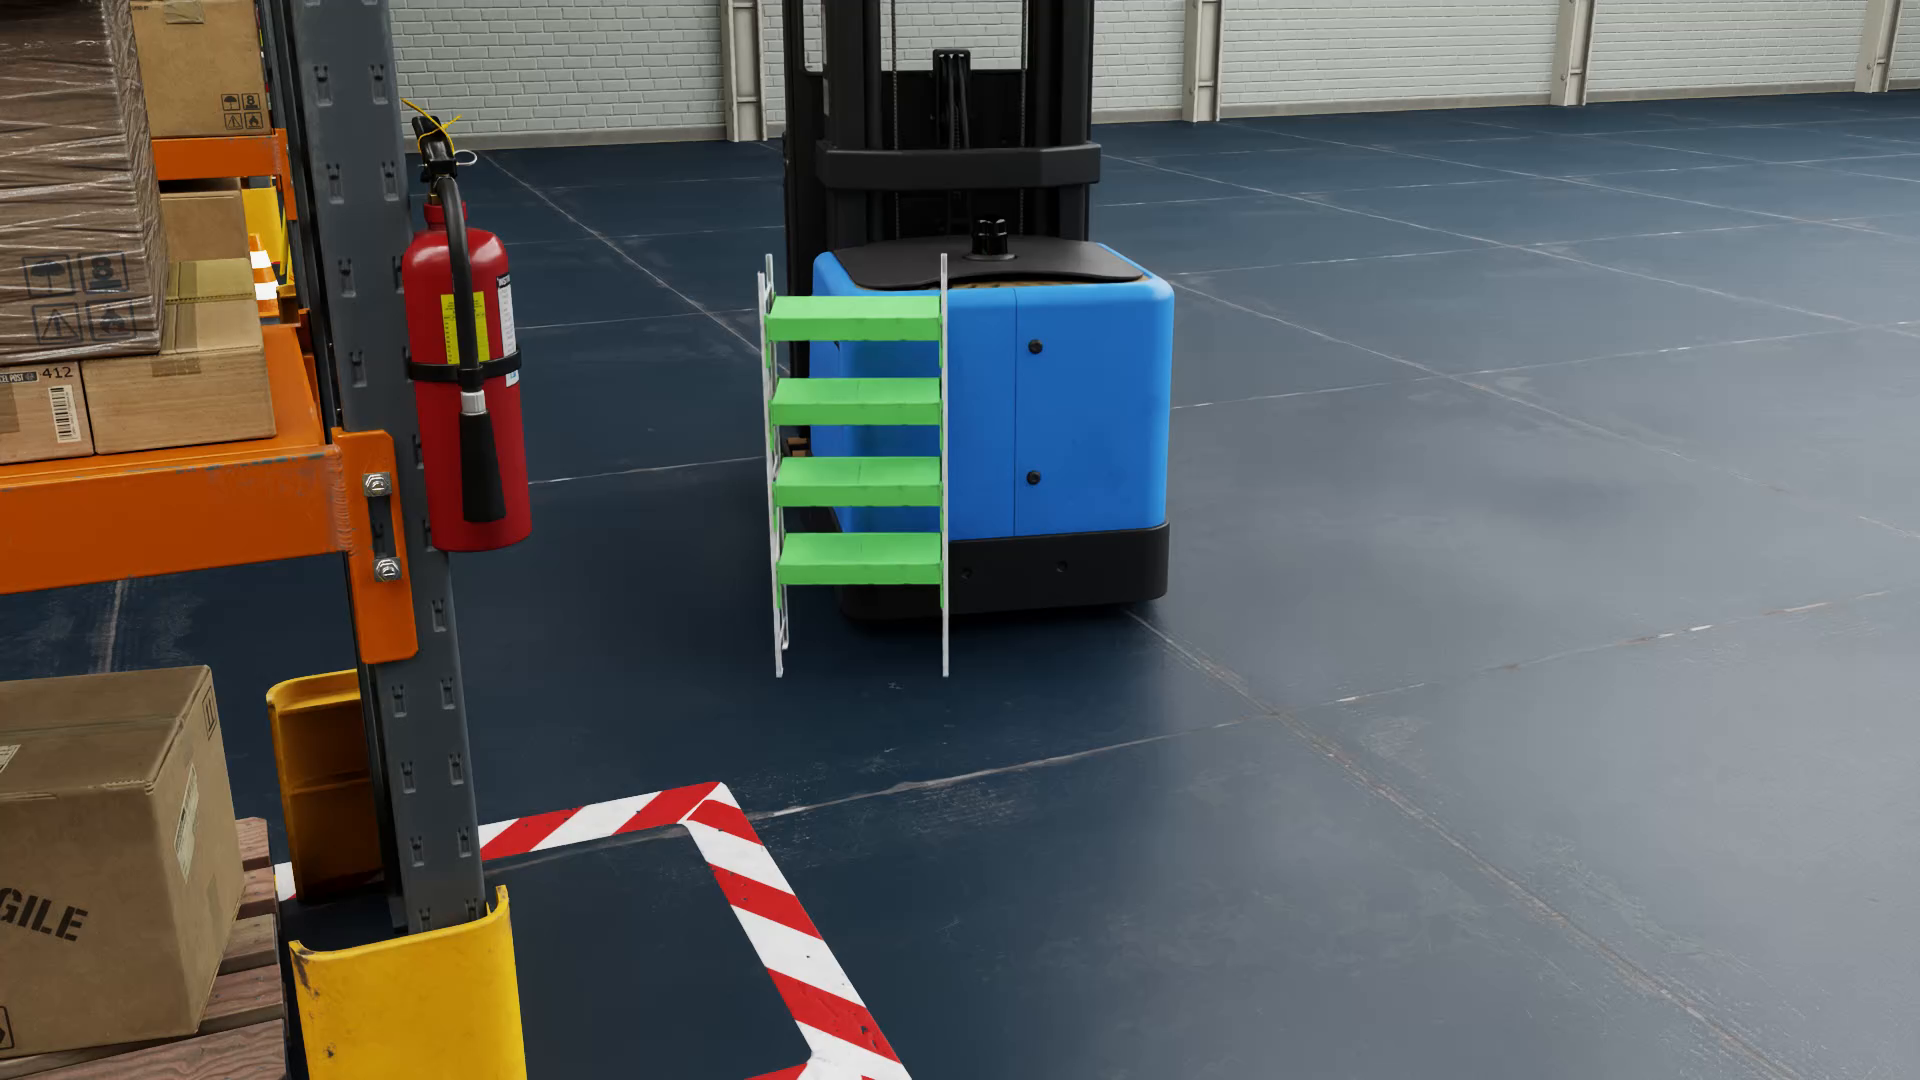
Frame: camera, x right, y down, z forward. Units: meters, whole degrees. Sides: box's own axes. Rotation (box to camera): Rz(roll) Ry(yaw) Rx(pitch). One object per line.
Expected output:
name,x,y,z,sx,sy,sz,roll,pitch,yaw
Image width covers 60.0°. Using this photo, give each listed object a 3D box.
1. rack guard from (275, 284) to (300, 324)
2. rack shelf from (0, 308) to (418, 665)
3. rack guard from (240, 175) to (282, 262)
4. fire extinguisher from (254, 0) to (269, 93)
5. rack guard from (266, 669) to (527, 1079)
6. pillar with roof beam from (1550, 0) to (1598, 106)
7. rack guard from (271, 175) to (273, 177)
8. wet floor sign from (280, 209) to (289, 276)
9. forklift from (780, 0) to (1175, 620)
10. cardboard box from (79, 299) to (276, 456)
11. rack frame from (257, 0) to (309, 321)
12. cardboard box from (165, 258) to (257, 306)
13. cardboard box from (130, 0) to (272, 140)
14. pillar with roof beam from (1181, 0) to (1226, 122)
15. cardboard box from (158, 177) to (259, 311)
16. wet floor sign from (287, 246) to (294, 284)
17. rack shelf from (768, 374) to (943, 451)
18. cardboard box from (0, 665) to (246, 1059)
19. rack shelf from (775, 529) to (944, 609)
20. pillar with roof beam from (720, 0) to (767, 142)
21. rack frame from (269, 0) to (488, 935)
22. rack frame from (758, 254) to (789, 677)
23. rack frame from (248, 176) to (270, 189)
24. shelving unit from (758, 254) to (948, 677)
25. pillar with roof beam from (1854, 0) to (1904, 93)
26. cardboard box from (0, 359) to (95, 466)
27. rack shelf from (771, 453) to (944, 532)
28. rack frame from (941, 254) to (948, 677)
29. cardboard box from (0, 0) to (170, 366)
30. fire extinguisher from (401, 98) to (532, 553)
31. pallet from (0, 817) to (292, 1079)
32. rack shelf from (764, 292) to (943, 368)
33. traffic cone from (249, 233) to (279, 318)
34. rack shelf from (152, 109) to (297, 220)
rack guard,-2.906,-0.835,7.642,0.348,0.500,1.175,-8,21,-22
rack shelf,-2.892,0.117,2.257,4.000,0.370,1.077,-8,21,-22
rack guard,-5.051,-2.319,11.854,0.348,0.500,1.175,-8,21,-22
fire extinguisher,-4.694,-3.346,11.124,0.183,0.674,0.296,-8,21,-22
rack guard,-1.126,0.704,3.271,0.348,0.500,1.175,-8,21,-22
pillar with roof beam,10.286,-9.089,18.286,0.400,9.000,9.100,-8,21,-22
rack guard,-6.929,-3.845,16.189,0.348,0.500,1.175,-8,21,-22
wet floor sign,-4.383,-2.096,11.003,0.232,0.644,0.267,-1,19,-3
forklift,-0.120,-1.588,6.119,1.130,2.935,3.031,-4,20,-10
cardboard box,-1.236,-0.267,2.641,0.250,0.149,0.380,-8,21,-22
rack frame,-2.928,-2.011,7.218,0.127,3.000,1.000,-8,21,-22
cardboard box,-1.412,-0.402,3.026,0.250,0.149,0.380,-8,21,-22
cardboard box,-3.251,-2.019,7.015,0.550,0.550,0.875,-8,21,-22
pillar with roof beam,4.776,-8.300,16.044,0.400,9.000,9.100,-8,21,-22
cardboard box,-3.524,-1.098,7.191,0.875,0.875,0.875,-8,21,-22
wet floor sign,-3.686,-1.508,9.335,0.232,0.644,0.267,-12,23,-31
rack shelf,-0.288,-0.361,4.692,0.480,0.148,0.258,0,22,-1
cardboard box,-1.636,0.572,3.011,0.500,0.500,0.500,-4,20,-12
rack shelf,-0.288,0.082,4.875,0.480,0.148,0.258,0,22,-1
pillar with roof beam,-0.733,-7.510,13.802,0.400,9.000,9.100,-8,21,-22
rack frame,-1.056,-0.486,2.884,0.127,3.000,1.000,-8,21,-22
rack frame,-0.532,-0.198,4.757,0.015,1.200,0.240,0,22,-1
rack frame,-4.981,-3.508,11.467,0.127,3.000,1.000,-8,21,-22
shelving unit,-0.288,-0.199,4.759,0.503,1.200,0.258,0,22,-1
pillar with roof beam,15.795,-9.878,20.527,0.400,9.000,9.100,-8,21,-22
cardboard box,-1.466,-0.234,2.548,0.250,0.149,0.380,-8,21,-22
rack shelf,-0.288,-0.139,4.784,0.480,0.148,0.258,0,22,-1
rack frame,-0.044,-0.200,4.762,0.015,1.200,0.240,0,22,-1
cardboard box,-1.572,-0.609,2.637,0.500,0.500,0.875,-8,21,-22
fire extinguisher,-0.768,-0.324,2.541,0.183,0.674,0.296,-8,21,-22
pallet,-1.886,0.936,3.046,1.213,0.211,1.003,-8,21,-22
rack shelf,-0.288,-0.583,4.601,0.480,0.148,0.258,0,22,-1
traffic cone,-4.113,-1.567,9.776,0.334,0.463,0.336,-8,21,-22
rack shelf,-4.764,-1.409,6.590,4.000,0.370,1.077,-8,21,-22
